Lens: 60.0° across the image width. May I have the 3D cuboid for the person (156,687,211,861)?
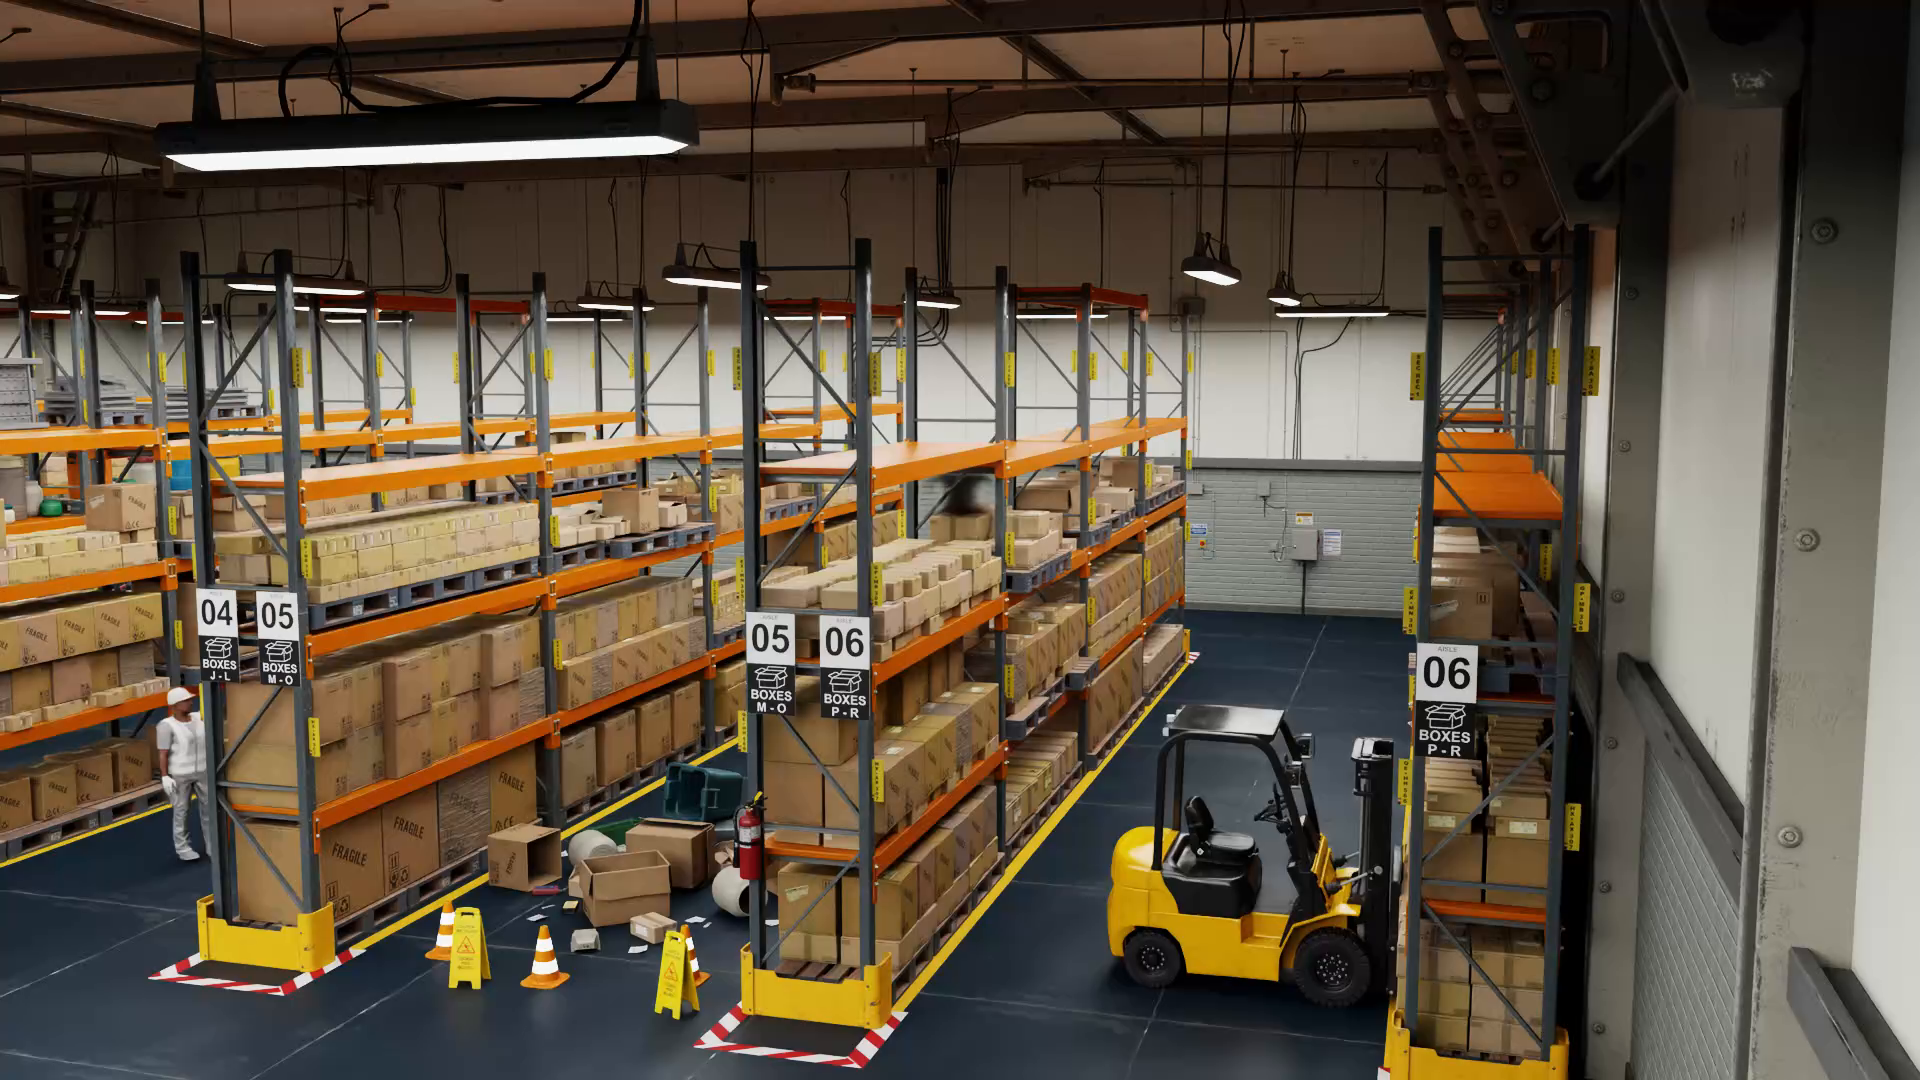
[{"bbox_3d":[-7.890,2.402,17.024,0.426,1.821,0.618,6,9,43],"label":"person"}]
